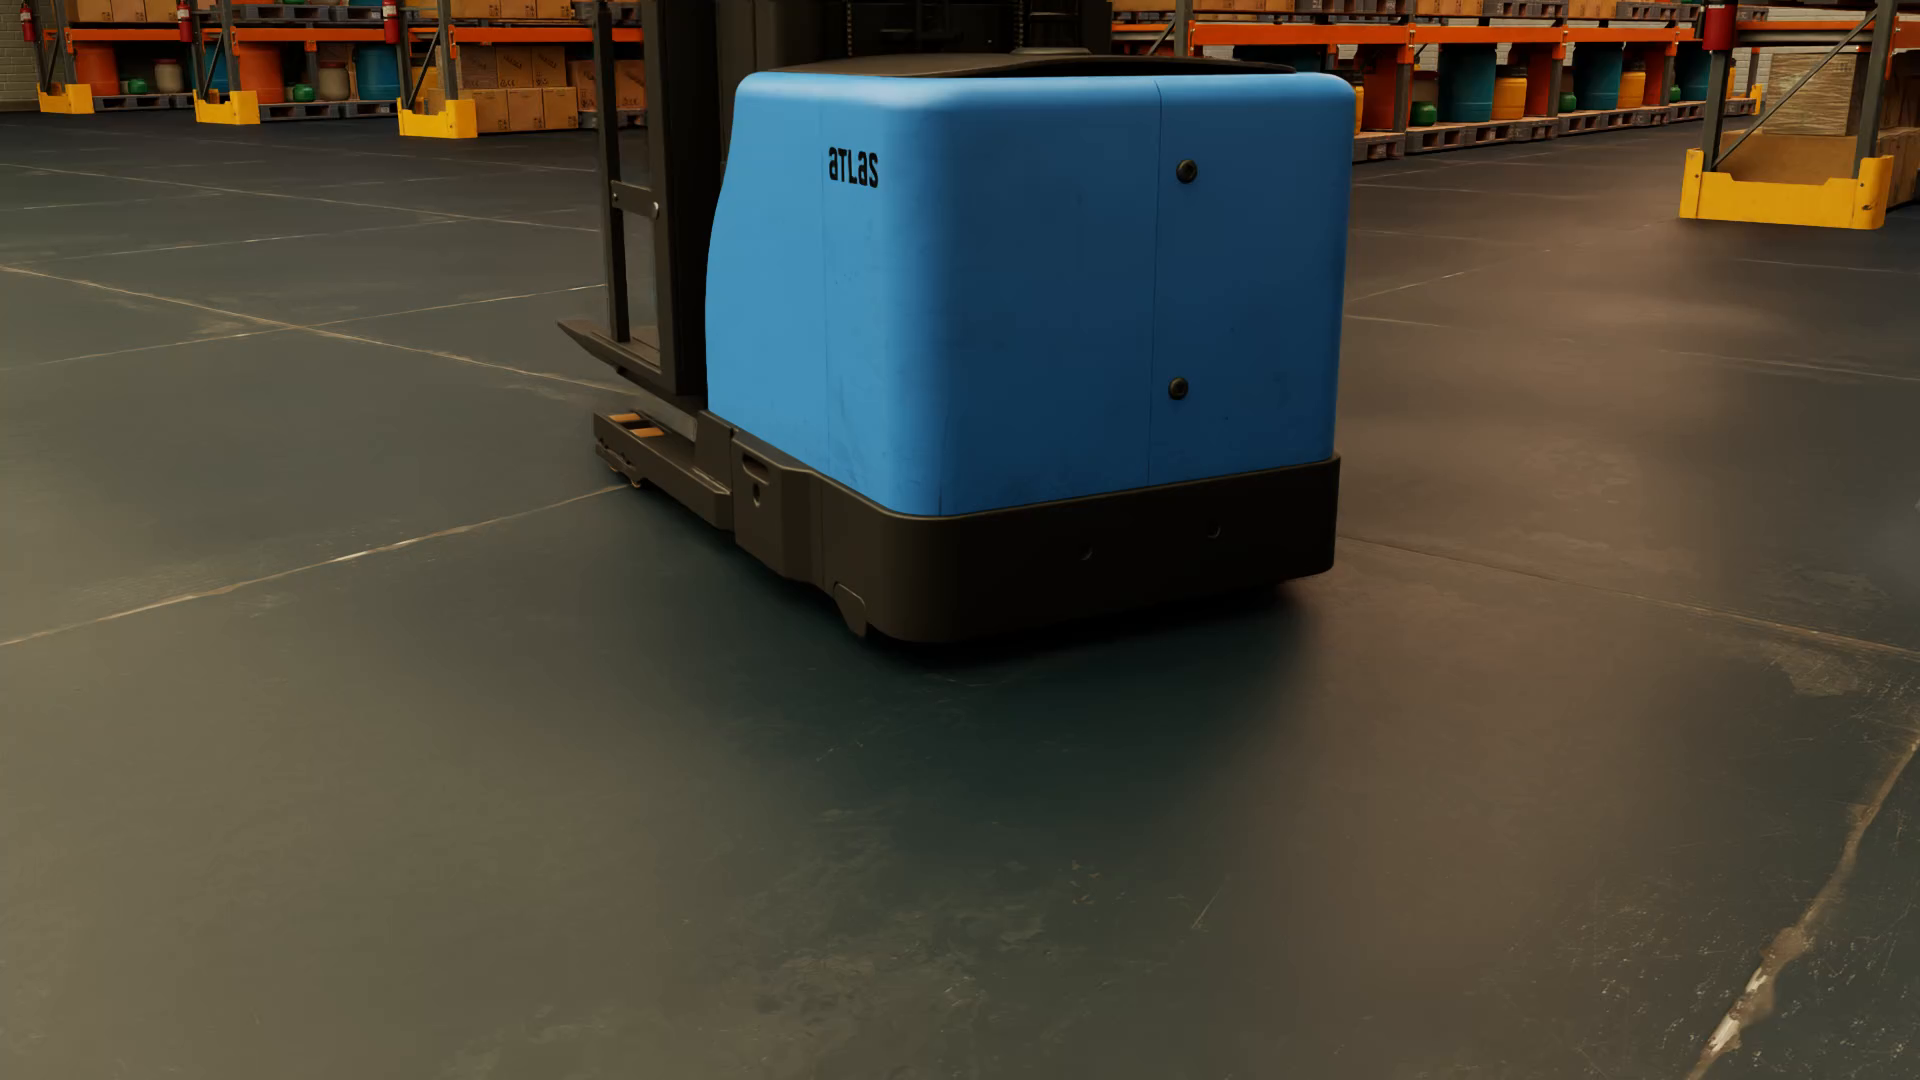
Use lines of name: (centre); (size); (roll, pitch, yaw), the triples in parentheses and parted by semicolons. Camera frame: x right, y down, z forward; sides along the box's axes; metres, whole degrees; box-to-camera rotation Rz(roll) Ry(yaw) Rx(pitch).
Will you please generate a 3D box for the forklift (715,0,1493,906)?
forklift: (0.096, -1.235, 2.966); (1.130, 2.935, 3.031); (-2, 17, -7)
